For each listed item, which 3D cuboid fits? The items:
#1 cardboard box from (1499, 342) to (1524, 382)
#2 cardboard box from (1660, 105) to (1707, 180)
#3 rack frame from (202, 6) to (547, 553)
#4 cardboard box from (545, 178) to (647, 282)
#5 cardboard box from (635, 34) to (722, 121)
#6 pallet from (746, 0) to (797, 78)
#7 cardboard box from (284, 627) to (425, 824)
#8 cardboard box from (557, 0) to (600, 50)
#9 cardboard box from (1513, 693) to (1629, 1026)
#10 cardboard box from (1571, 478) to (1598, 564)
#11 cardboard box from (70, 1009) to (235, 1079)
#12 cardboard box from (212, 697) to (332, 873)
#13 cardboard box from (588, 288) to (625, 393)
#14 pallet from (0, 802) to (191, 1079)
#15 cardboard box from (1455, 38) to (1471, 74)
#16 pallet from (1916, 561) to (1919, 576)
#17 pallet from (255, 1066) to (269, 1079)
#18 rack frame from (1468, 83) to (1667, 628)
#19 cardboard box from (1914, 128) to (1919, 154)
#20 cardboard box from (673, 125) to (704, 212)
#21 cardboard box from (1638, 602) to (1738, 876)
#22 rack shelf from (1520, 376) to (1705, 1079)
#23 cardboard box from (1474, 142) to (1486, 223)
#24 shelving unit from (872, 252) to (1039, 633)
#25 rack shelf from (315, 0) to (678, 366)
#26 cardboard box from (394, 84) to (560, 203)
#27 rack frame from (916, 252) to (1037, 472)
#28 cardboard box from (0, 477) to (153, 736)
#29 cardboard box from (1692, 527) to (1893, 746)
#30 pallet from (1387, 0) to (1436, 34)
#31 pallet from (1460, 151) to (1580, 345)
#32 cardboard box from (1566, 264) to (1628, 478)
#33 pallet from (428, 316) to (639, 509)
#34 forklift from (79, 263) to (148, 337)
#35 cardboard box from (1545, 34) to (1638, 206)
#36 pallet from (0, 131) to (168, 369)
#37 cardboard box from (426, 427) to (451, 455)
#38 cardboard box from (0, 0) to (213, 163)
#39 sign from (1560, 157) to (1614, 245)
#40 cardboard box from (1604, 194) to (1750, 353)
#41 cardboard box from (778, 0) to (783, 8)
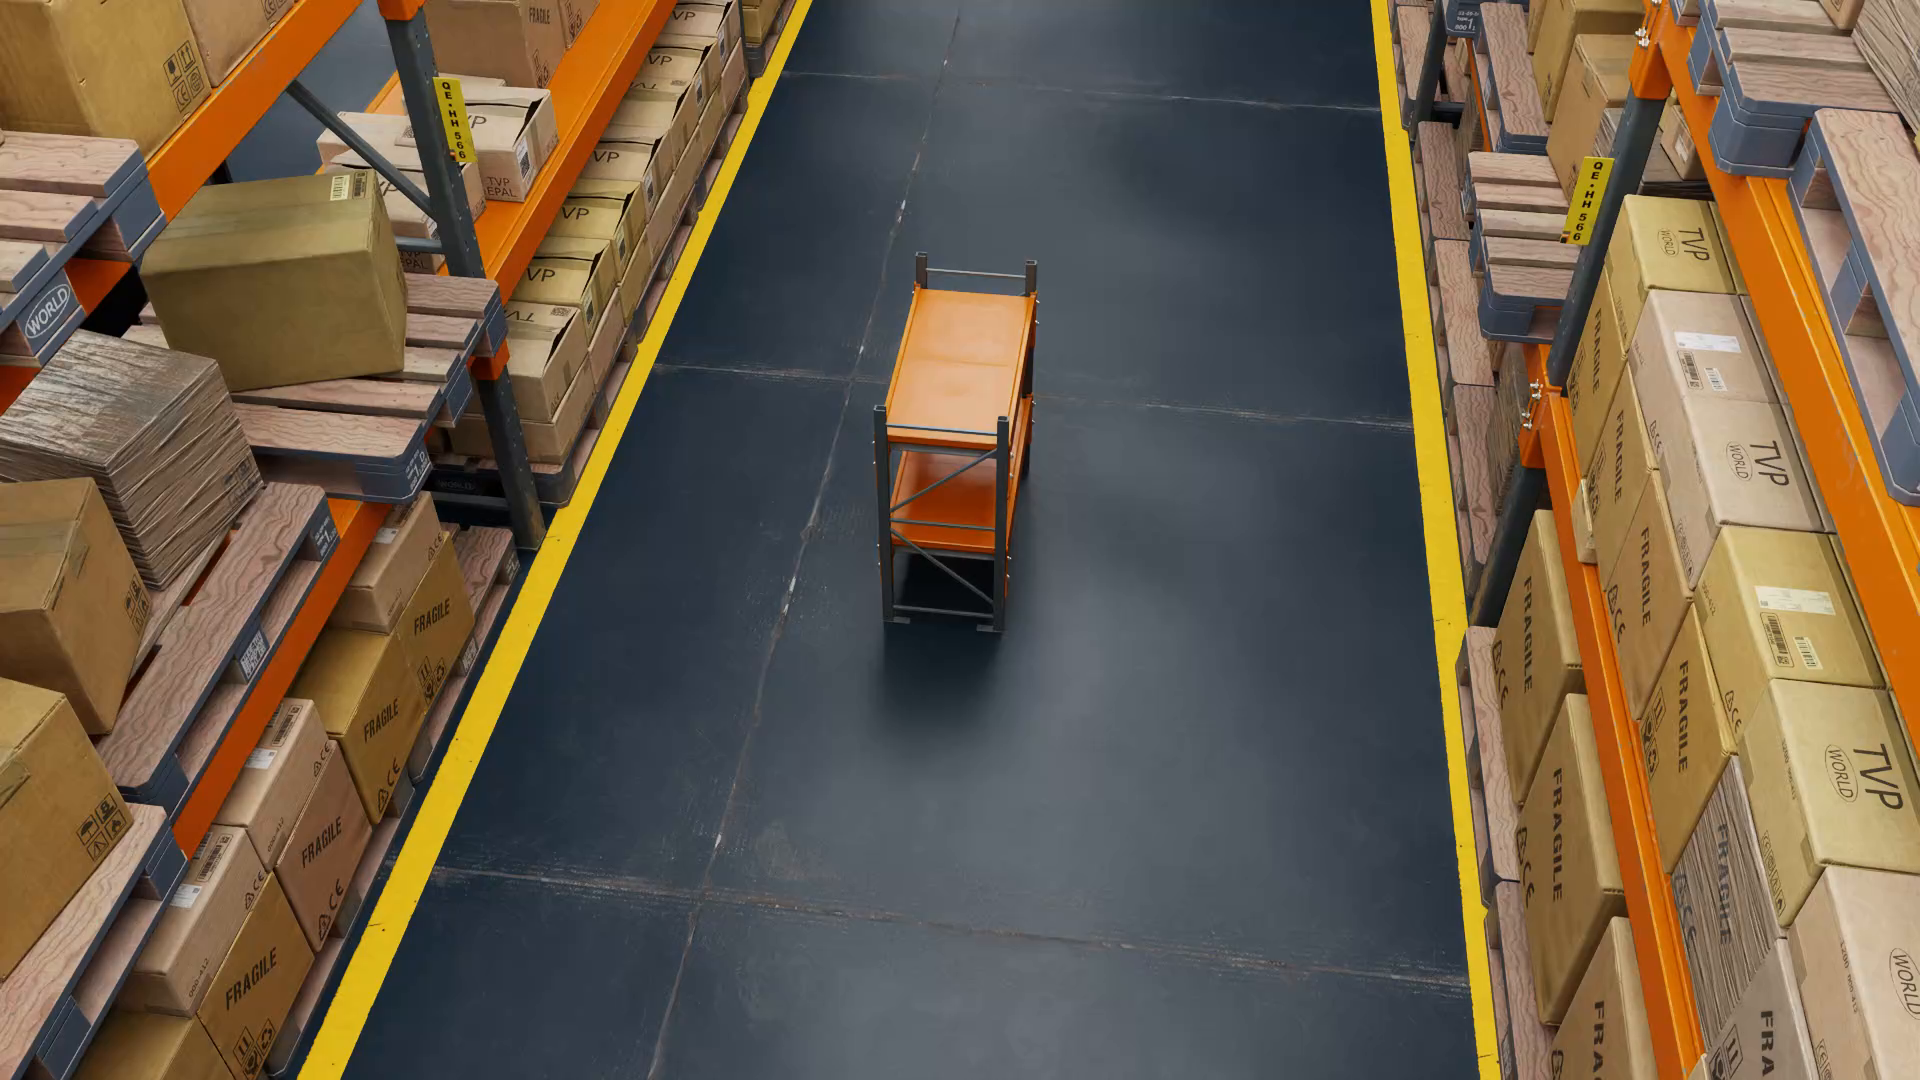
[{"bbox_3d":[2.825,-0.763,7.372,0.700,0.500,0.500,5,44,5],"label":"cardboard box"},{"bbox_3d":[2.614,-1.344,5.624,0.380,0.149,0.250,0,43,0],"label":"cardboard box"},{"bbox_3d":[-2.313,-1.123,6.254,1.000,3.000,0.127,5,44,6],"label":"rack frame"},{"bbox_3d":[-1.822,-1.517,7.957,0.500,0.311,0.500,4,44,4],"label":"cardboard box"},{"bbox_3d":[-1.616,-2.549,9.047,0.500,0.311,0.500,6,44,7],"label":"cardboard box"},{"bbox_3d":[-1.637,-3.374,10.660,1.003,0.211,1.213,5,44,6],"label":"pallet"},{"bbox_3d":[-2.273,0.637,5.894,0.500,0.500,0.500,4,44,4],"label":"cardboard box"},{"bbox_3d":[-2.038,-2.663,7.808,0.500,0.500,0.500,5,44,6],"label":"cardboard box"},{"bbox_3d":[2.248,1.039,5.229,0.750,0.750,0.750,5,44,5],"label":"cardboard box"},{"bbox_3d":[2.164,-0.043,5.282,0.380,0.149,0.250,6,44,7],"label":"cardboard box"},{"bbox_3d":[-2.477,1.679,4.793,0.500,0.500,0.500,6,44,6],"label":"cardboard box"},{"bbox_3d":[-2.338,0.748,5.231,0.500,0.250,0.500,4,44,5],"label":"cardboard box"},{"bbox_3d":[-1.887,-0.950,7.766,0.500,0.250,0.500,4,44,4],"label":"cardboard box"},{"bbox_3d":[-2.628,1.139,4.006,1.003,0.211,1.213,5,44,6],"label":"pallet"},{"bbox_3d":[3.168,-2.899,9.871,0.380,0.166,0.250,0,43,0],"label":"cardboard box"},{"bbox_3d":[2.141,0.402,2.601,0.805,0.209,1.217,4,44,4],"label":"pallet"},{"bbox_3d":[-2.772,2.058,4.923,1.003,0.211,1.213,5,44,6],"label":"pallet"},{"bbox_3d":[2.598,-0.675,5.781,1.000,3.000,0.127,5,44,6],"label":"rack frame"},{"bbox_3d":[2.487,-0.883,3.426,0.700,0.500,0.500,7,44,8],"label":"cardboard box"},{"bbox_3d":[-1.687,-2.000,8.876,0.500,0.250,0.500,6,44,6],"label":"cardboard box"},{"bbox_3d":[2.074,0.531,4.204,0.500,0.500,0.500,6,44,7],"label":"cardboard box"},{"bbox_3d":[2.333,0.949,4.589,1.077,0.370,4.000,5,44,6],"label":"rack shelf"},{"bbox_3d":[3.027,-1.793,8.460,0.700,0.500,0.500,4,44,5],"label":"cardboard box"},{"bbox_3d":[-0.001,-0.404,6.858,0.538,1.125,1.048,5,44,6],"label":"shelving unit"},{"bbox_3d":[-2.049,-2.224,7.941,1.077,0.370,4.000,5,44,6],"label":"rack shelf"},{"bbox_3d":[-2.003,-1.682,6.910,0.500,0.311,0.500,5,44,5],"label":"cardboard box"},{"bbox_3d":[0.066,-0.750,7.224,0.500,1.125,0.032,5,44,6],"label":"rack frame"},{"bbox_3d":[-2.669,0.205,4.474,0.700,0.500,0.500,-5,44,-5],"label":"cardboard box"},{"bbox_3d":[2.088,0.243,3.962,0.500,0.250,0.500,4,44,5],"label":"cardboard box"},{"bbox_3d":[3.339,-3.683,10.986,1.003,0.211,1.213,5,44,6],"label":"pallet"},{"bbox_3d":[2.586,-1.101,6.370,1.213,0.211,1.003,5,44,6],"label":"pallet"},{"bbox_3d":[2.280,-0.519,5.312,0.500,0.500,0.500,6,44,7],"label":"cardboard box"},{"bbox_3d":[-2.165,-0.668,7.801,1.003,0.211,1.213,5,44,6],"label":"pallet"},{"bbox_3d":[-4.880,-1.321,6.513,1.130,2.935,3.031,7,44,7],"label":"forklift"},{"bbox_3d":[2.697,-1.575,6.340,0.700,0.500,0.500,1,43,2],"label":"cardboard box"},{"bbox_3d":[-2.552,-0.563,3.618,1.213,0.211,1.003,5,44,6],"label":"pallet"},{"bbox_3d":[-2.485,-0.657,7.457,0.500,0.250,0.500,6,44,7],"label":"cardboard box"},{"bbox_3d":[-2.473,-1.246,4.130,0.910,0.500,0.500,5,44,6],"label":"cardboard box"},{"bbox_3d":[2.059,-1.109,5.456,0.100,0.325,0.005,5,44,6],"label":"sign"},{"bbox_3d":[2.278,-0.793,5.057,0.500,0.250,0.500,6,44,7],"label":"cardboard box"},{"bbox_3d":[-1.351,-3.631,10.598,0.500,0.250,0.500,5,44,6],"label":"cardboard box"}]
